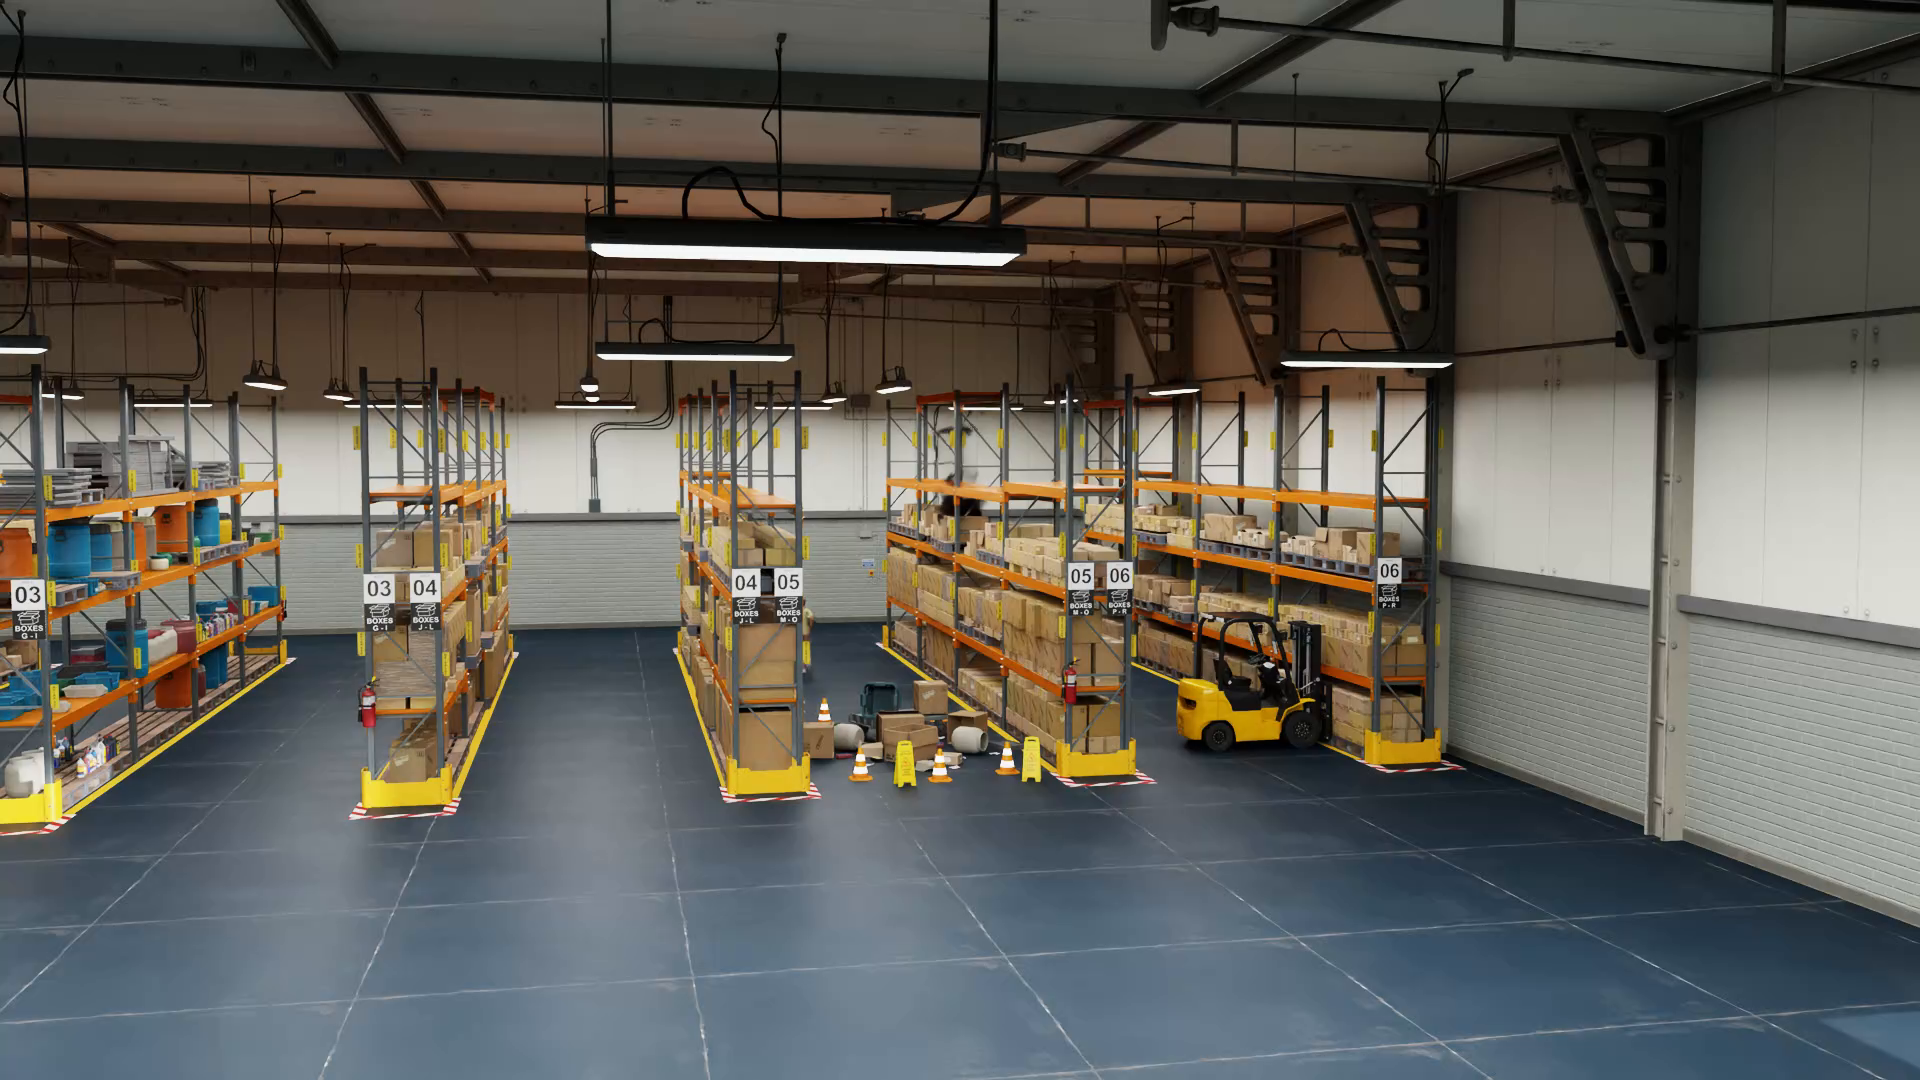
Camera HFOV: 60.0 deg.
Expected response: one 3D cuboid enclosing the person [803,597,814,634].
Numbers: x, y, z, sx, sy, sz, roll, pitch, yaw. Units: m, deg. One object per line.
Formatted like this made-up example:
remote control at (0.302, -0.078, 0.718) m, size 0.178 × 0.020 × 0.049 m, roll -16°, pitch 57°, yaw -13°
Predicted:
person at (-3.444, 1.637, 36.039) m, size 0.565 × 0.832 × 0.510 m, roll 0°, pitch 3°, yaw -7°
